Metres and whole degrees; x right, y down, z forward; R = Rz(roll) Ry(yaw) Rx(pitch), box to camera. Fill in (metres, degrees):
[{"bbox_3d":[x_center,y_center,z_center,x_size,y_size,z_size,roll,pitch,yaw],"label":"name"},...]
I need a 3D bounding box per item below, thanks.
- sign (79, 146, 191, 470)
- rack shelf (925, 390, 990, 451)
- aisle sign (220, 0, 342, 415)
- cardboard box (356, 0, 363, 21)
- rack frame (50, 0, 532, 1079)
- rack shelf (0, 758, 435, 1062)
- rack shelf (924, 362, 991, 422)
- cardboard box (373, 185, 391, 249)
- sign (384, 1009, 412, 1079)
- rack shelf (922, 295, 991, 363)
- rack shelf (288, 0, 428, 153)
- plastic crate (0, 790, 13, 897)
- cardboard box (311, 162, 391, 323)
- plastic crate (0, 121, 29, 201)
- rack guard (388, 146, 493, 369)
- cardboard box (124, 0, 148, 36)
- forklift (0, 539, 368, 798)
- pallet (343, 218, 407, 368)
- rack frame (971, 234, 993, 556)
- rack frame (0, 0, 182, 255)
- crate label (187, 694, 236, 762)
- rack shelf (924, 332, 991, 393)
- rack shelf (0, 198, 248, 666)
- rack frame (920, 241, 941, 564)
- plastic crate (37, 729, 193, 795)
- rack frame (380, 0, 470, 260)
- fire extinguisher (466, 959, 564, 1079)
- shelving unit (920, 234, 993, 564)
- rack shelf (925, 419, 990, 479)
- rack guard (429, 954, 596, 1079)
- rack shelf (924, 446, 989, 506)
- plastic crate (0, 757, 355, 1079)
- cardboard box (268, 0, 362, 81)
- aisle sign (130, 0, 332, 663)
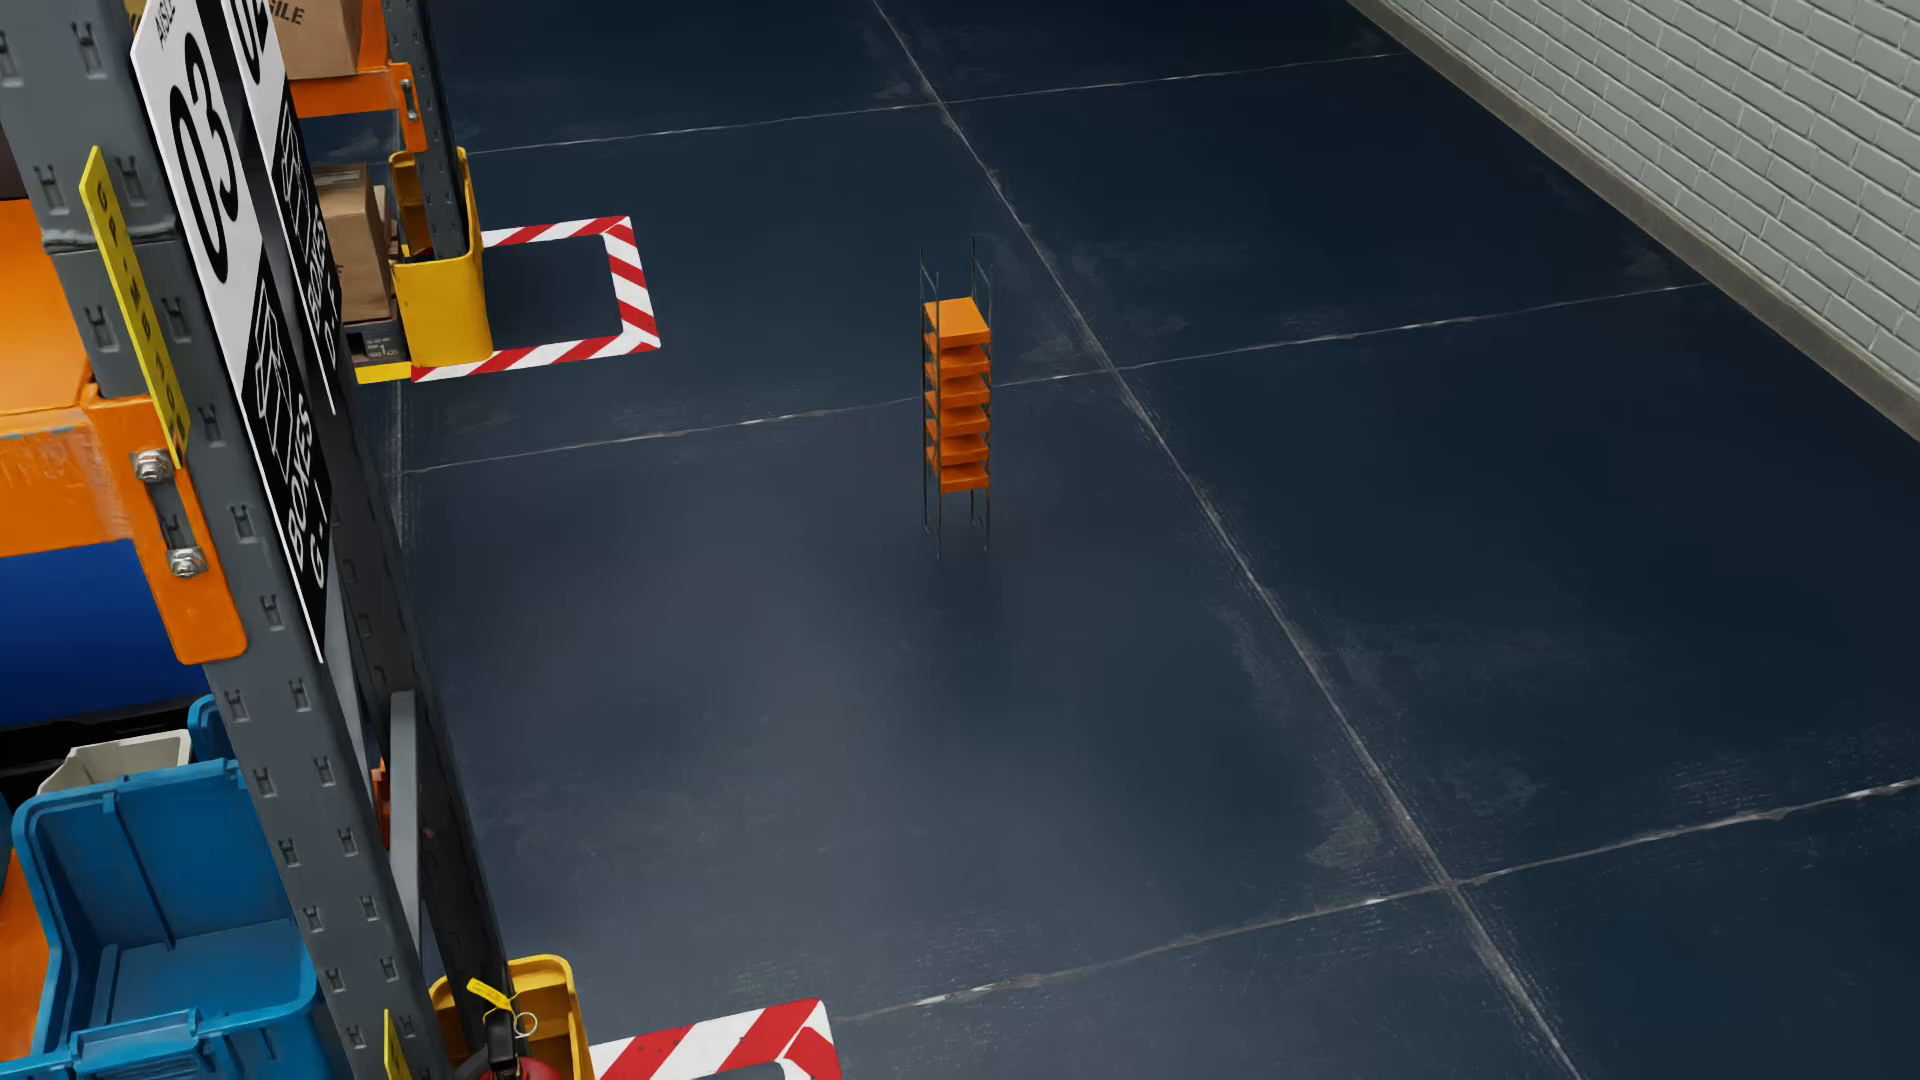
[{"bbox_3d":[-0.840,-0.232,1.701,0.005,0.325,0.100,-9,38,-12],"label":"sign"},{"bbox_3d":[-0.014,-0.439,5.909,0.180,0.103,0.258,-9,38,-12],"label":"rack shelf"},{"bbox_3d":[-1.007,-0.620,2.452,0.004,0.787,0.394,-9,38,-12],"label":"aisle sign"},{"bbox_3d":[-2.784,-2.432,6.878,0.500,0.500,0.500,-9,38,-11],"label":"cardboard box"},{"bbox_3d":[-0.999,0.598,2.999,0.127,3.000,1.000,-9,38,-12],"label":"rack frame"},{"bbox_3d":[-2.930,1.201,2.804,4.000,0.370,1.077,-9,38,-12],"label":"rack shelf"},{"bbox_3d":[-0.014,-0.534,5.837,0.180,0.103,0.258,-9,38,-12],"label":"rack shelf"},{"bbox_3d":[-2.780,-1.486,7.708,0.250,0.149,0.380,-9,38,-12],"label":"cardboard box"},{"bbox_3d":[-0.840,0.853,2.531,0.005,0.325,0.100,-9,38,-12],"label":"sign"},{"bbox_3d":[-0.014,-0.725,5.691,0.180,0.103,0.258,-9,38,-12],"label":"rack shelf"},{"bbox_3d":[-4.217,-1.705,6.603,4.000,0.370,1.077,-9,38,-12],"label":"rack shelf"},{"bbox_3d":[-1.959,0.591,3.097,0.300,0.233,0.416,-9,38,-12],"label":"plastic crate"},{"bbox_3d":[-2.747,-1.259,7.123,0.500,0.500,0.500,-9,38,-12],"label":"cardboard box"},{"bbox_3d":[-1.443,-0.644,2.262,0.590,0.269,0.497,-9,38,-12],"label":"plastic crate"},{"bbox_3d":[-2.360,-1.303,7.542,0.348,0.500,1.175,-9,38,-12],"label":"rack guard"},{"bbox_3d":[-3.148,-2.033,6.356,0.500,0.500,0.500,-9,38,-12],"label":"cardboard box"},{"bbox_3d":[-3.497,-0.571,4.584,3.031,2.935,1.130,-10,38,-12],"label":"forklift"},{"bbox_3d":[-3.129,-1.061,7.464,1.213,0.211,1.003,-9,38,-12],"label":"pallet"},{"bbox_3d":[0.074,-0.489,5.901,0.006,1.200,0.240,-9,38,-12],"label":"rack frame"},{"bbox_3d":[-0.999,-1.785,1.177,0.127,3.000,1.000,-9,38,-12],"label":"rack frame"},{"bbox_3d":[-1.323,0.487,3.233,0.303,0.233,0.416,-9,38,-12],"label":"crate label"},{"bbox_3d":[-0.014,-0.630,5.764,0.180,0.103,0.258,-9,38,-12],"label":"rack shelf"},{"bbox_3d":[-2.930,0.009,1.892,4.000,0.370,1.077,-9,38,-12],"label":"rack shelf"},{"bbox_3d":[-0.102,-0.460,5.863,0.006,1.200,0.240,-9,38,-12],"label":"rack frame"},{"bbox_3d":[-1.654,0.527,3.260,0.298,0.136,0.250,-9,38,-12],"label":"plastic crate"},{"bbox_3d":[-2.287,-2.308,6.798,0.127,3.000,1.000,-9,38,-12],"label":"rack frame"},{"bbox_3d":[-0.735,1.020,2.819,0.183,0.674,0.296,-9,38,-12],"label":"fire extinguisher"},{"bbox_3d":[-0.014,-0.474,5.882,0.189,1.200,0.258,-9,38,-12],"label":"shelving unit"},{"bbox_3d":[-0.014,-0.344,5.982,0.180,0.103,0.258,-9,38,-12],"label":"rack shelf"},{"bbox_3d":[-0.979,1.580,3.774,0.348,0.500,1.175,-9,38,-12],"label":"rack guard"},{"bbox_3d":[-0.014,-0.248,6.055,0.180,0.103,0.258,-9,38,-12],"label":"rack shelf"},{"bbox_3d":[-1.273,0.723,2.758,0.499,0.435,0.616,-9,38,-12],"label":"plastic crate"},{"bbox_3d":[-2.648,-2.117,6.466,0.500,0.500,0.500,-8,38,-11],"label":"cardboard box"},{"bbox_3d":[-0.853,-0.274,2.000,0.004,0.787,0.394,-9,38,-12],"label":"aisle sign"}]
